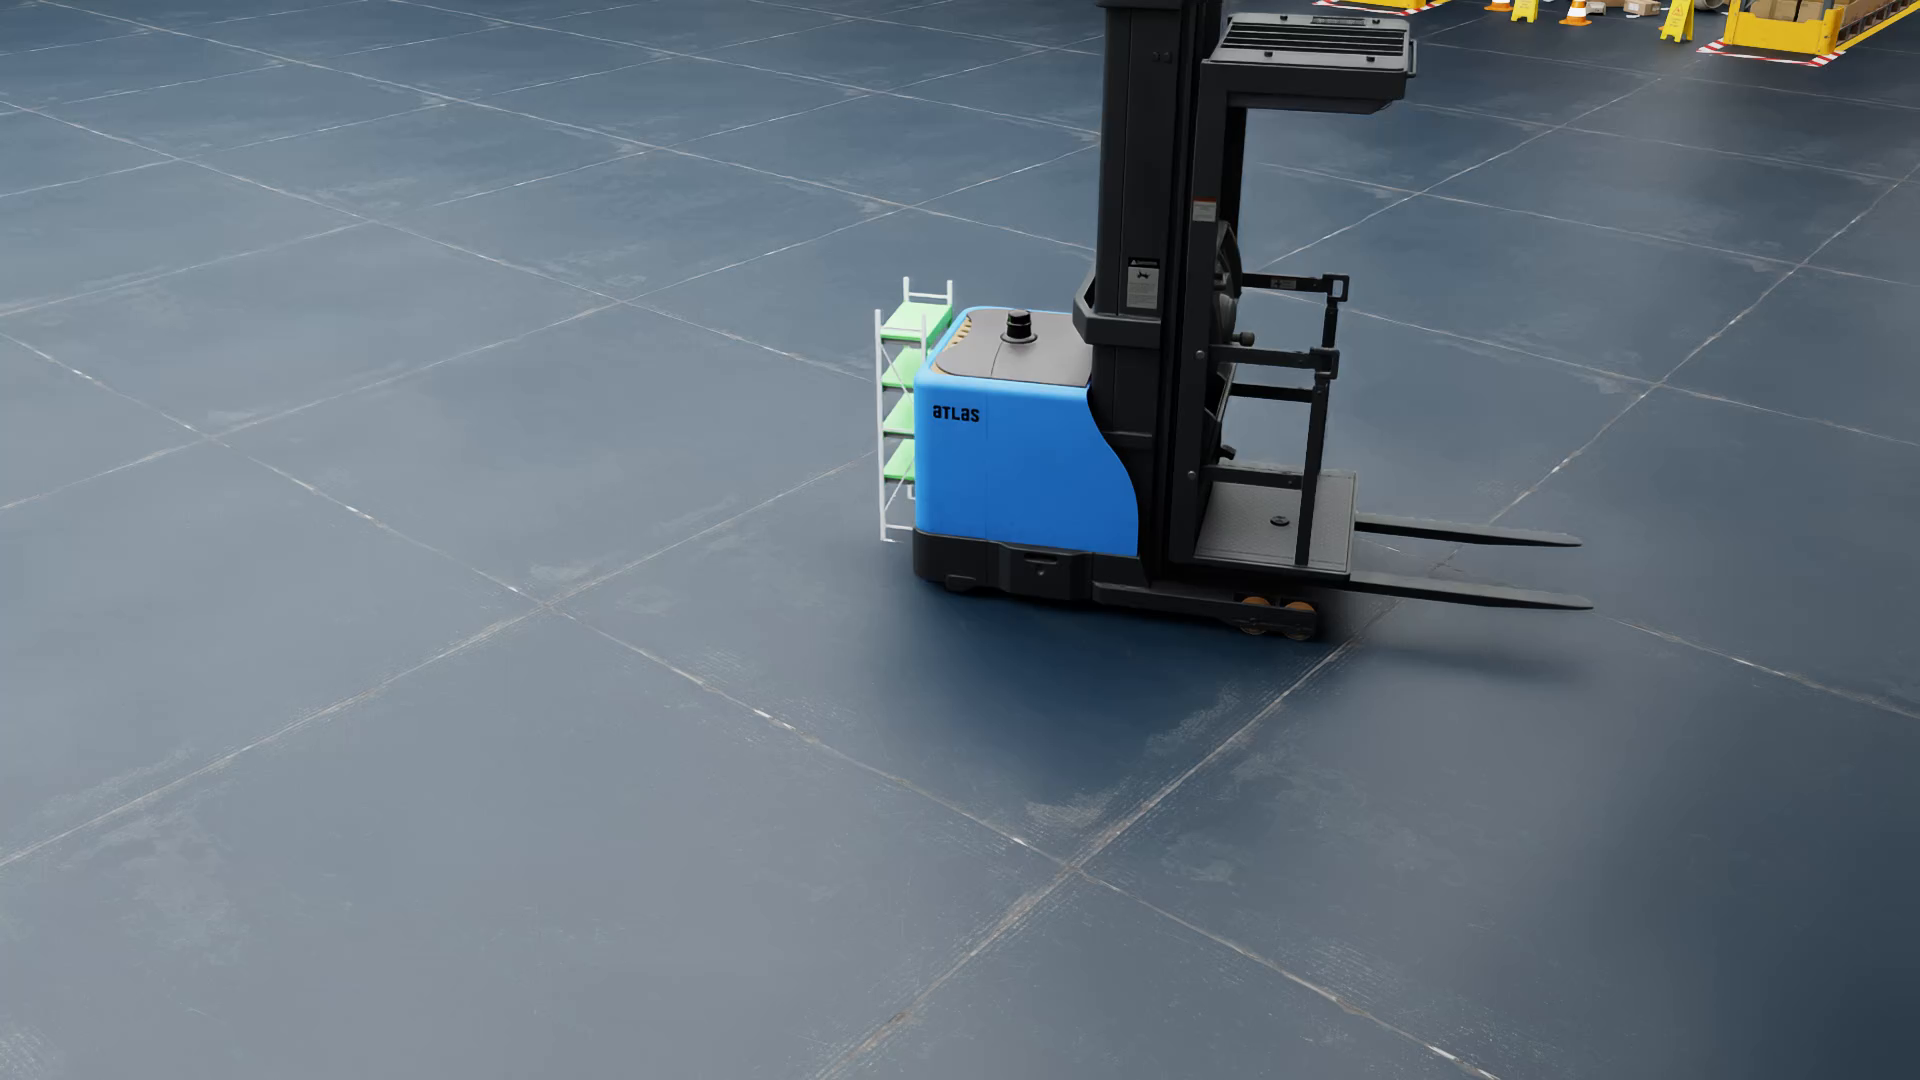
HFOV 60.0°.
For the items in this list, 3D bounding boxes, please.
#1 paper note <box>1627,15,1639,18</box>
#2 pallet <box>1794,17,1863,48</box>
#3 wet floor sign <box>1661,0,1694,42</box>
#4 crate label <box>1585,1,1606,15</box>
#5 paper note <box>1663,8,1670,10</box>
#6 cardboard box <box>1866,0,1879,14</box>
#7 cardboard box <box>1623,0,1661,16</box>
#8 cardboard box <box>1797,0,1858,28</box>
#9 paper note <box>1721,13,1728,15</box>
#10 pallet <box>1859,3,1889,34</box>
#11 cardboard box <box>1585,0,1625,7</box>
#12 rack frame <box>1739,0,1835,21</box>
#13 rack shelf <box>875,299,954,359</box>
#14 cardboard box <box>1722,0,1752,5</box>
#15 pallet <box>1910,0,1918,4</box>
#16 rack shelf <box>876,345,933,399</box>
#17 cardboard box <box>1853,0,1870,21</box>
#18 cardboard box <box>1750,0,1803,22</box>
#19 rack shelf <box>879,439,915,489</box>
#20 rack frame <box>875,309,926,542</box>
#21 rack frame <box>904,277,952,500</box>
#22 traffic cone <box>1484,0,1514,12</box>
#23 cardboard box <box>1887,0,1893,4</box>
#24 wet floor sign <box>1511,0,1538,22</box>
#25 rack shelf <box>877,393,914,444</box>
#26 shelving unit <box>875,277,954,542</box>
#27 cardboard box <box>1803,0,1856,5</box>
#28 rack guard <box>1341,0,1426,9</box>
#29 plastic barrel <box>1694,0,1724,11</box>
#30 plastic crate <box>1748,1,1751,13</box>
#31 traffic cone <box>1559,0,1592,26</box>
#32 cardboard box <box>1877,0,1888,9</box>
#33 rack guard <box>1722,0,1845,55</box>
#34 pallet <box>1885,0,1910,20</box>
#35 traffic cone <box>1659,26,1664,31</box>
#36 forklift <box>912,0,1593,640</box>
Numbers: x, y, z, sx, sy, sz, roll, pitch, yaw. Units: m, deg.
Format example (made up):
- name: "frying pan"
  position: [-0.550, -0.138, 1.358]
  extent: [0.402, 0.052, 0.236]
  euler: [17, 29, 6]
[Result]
- name: "paper note"
  position: [8.514, -6.629, 21.030]
  extent: [0.148, 0.019, 0.142]
  euler: [9, 29, 17]
- name: "pallet"
  position: [10.041, -6.097, 19.805]
  extent: [1.003, 0.211, 1.213]
  euler: [21, 34, 34]
- name: "wet floor sign"
  position: [8.502, -6.230, 19.591]
  extent: [0.232, 0.644, 0.267]
  euler: [-15, 31, -27]
- name: "crate label"
  position: [8.106, -6.789, 21.225]
  extent: [0.250, 0.136, 0.298]
  euler: [4, 28, 8]
- name: "paper note"
  position: [9.170, -6.881, 21.530]
  extent: [0.142, 0.019, 0.148]
  euler: [-15, 31, -27]
- name: "cardboard box"
  position: [10.843, -6.577, 20.234]
  extent: [0.500, 0.250, 0.500]
  euler: [24, 35, 38]
- name: "cardboard box"
  position: [8.724, -6.819, 21.270]
  extent: [0.250, 0.149, 0.380]
  euler: [-10, 29, -18]
- name: "cardboard box"
  position: [10.175, -6.201, 19.508]
  extent: [0.500, 0.250, 0.500]
  euler: [20, 34, 34]
- name: "paper note"
  position: [9.789, -6.721, 21.208]
  extent: [0.142, 0.019, 0.148]
  euler: [9, 29, 17]
- name: "pallet"
  position: [10.818, -6.527, 20.638]
  extent: [1.003, 0.211, 1.213]
  euler: [21, 34, 34]
- name: "cardboard box"
  position: [8.613, -7.284, 21.783]
  extent: [0.797, 0.503, 0.637]
  euler: [0, 27, 0]
- name: "rack frame"
  position: [9.449, -7.030, 18.576]
  extent: [1.000, 3.000, 0.127]
  euler: [21, 34, 34]
- name: "rack shelf"
  position: [-0.215, -0.997, 7.966]
  extent: [0.258, 0.148, 0.480]
  euler: [7, 28, 12]
- name: "cardboard box"
  position: [10.262, -7.357, 21.925]
  extent: [0.500, 0.500, 0.500]
  euler: [-5, 28, -9]
- name: "pallet"
  position: [12.487, -7.487, 22.492]
  extent: [1.003, 0.211, 1.213]
  euler: [21, 34, 34]
- name: "rack shelf"
  position: [-0.214, -0.784, 8.076]
  extent: [0.258, 0.148, 0.480]
  euler: [7, 28, 12]
- name: "cardboard box"
  position: [10.506, -6.380, 19.853]
  extent: [0.500, 0.250, 0.500]
  euler: [22, 35, 36]
- name: "cardboard box"
  position: [9.771, -6.369, 19.833]
  extent: [0.500, 0.250, 0.500]
  euler: [21, 34, 34]
- name: "rack shelf"
  position: [-0.214, -0.358, 8.296]
  extent: [0.258, 0.148, 0.480]
  euler: [7, 28, 12]
- name: "rack frame"
  position: [-0.273, -0.519, 7.947]
  extent: [0.240, 1.200, 0.015]
  euler: [7, 28, 12]
- name: "rack frame"
  position: [-0.155, -0.736, 8.367]
  extent: [0.240, 1.200, 0.015]
  euler: [7, 28, 12]
- name: "traffic cone"
  position: [6.999, -7.088, 21.447]
  extent: [0.336, 0.463, 0.334]
  euler: [21, 34, 34]
- name: "cardboard box"
  position: [11.494, -6.934, 20.925]
  extent: [0.500, 0.250, 0.500]
  euler: [20, 33, 33]
- name: "wet floor sign"
  position: [7.075, -6.807, 20.705]
  extent: [0.267, 0.644, 0.232]
  euler: [15, 31, 26]
- name: "rack shelf"
  position: [-0.214, -0.571, 8.186]
  extent: [0.258, 0.148, 0.480]
  euler: [7, 28, 12]
- name: "shelving unit"
  position: [-0.214, -0.627, 8.157]
  extent: [0.258, 1.200, 0.503]
  euler: [7, 28, 12]
- name: "cardboard box"
  position: [10.190, -6.543, 19.352]
  extent: [0.500, 0.500, 0.500]
  euler: [19, 33, 33]
- name: "rack guard"
  position: [5.550, -7.323, 21.861]
  extent: [1.175, 0.500, 0.348]
  euler: [21, 34, 34]
- name: "plastic barrel"
  position: [9.595, -7.061, 21.438]
  extent: [0.421, 0.421, 0.512]
  euler: [-5, 28, -9]
- name: "plastic crate"
  position: [10.362, -6.835, 21.375]
  extent: [0.402, 0.080, 0.583]
  euler: [9, 29, 17]
- name: "traffic cone"
  position: [7.654, -6.637, 20.576]
  extent: [0.336, 0.463, 0.334]
  euler: [21, 34, 34]
- name: "cardboard box"
  position: [11.167, -6.755, 20.579]
  extent: [0.500, 0.250, 0.500]
  euler: [21, 34, 35]
- name: "rack guard"
  position: [9.497, -5.947, 19.202]
  extent: [1.175, 0.500, 0.348]
  euler: [21, 34, 34]
- name: "pallet"
  position: [11.593, -6.962, 21.477]
  extent: [1.003, 0.211, 1.213]
  euler: [21, 34, 34]
- name: "traffic cone"
  position: [8.727, -6.433, 20.182]
  extent: [0.336, 0.463, 0.334]
  euler: [21, 34, 34]
- name: "forklift"
  position: [1.354, -1.128, 7.240]
  extent: [3.031, 2.935, 1.130]
  euler: [7, 28, 12]
